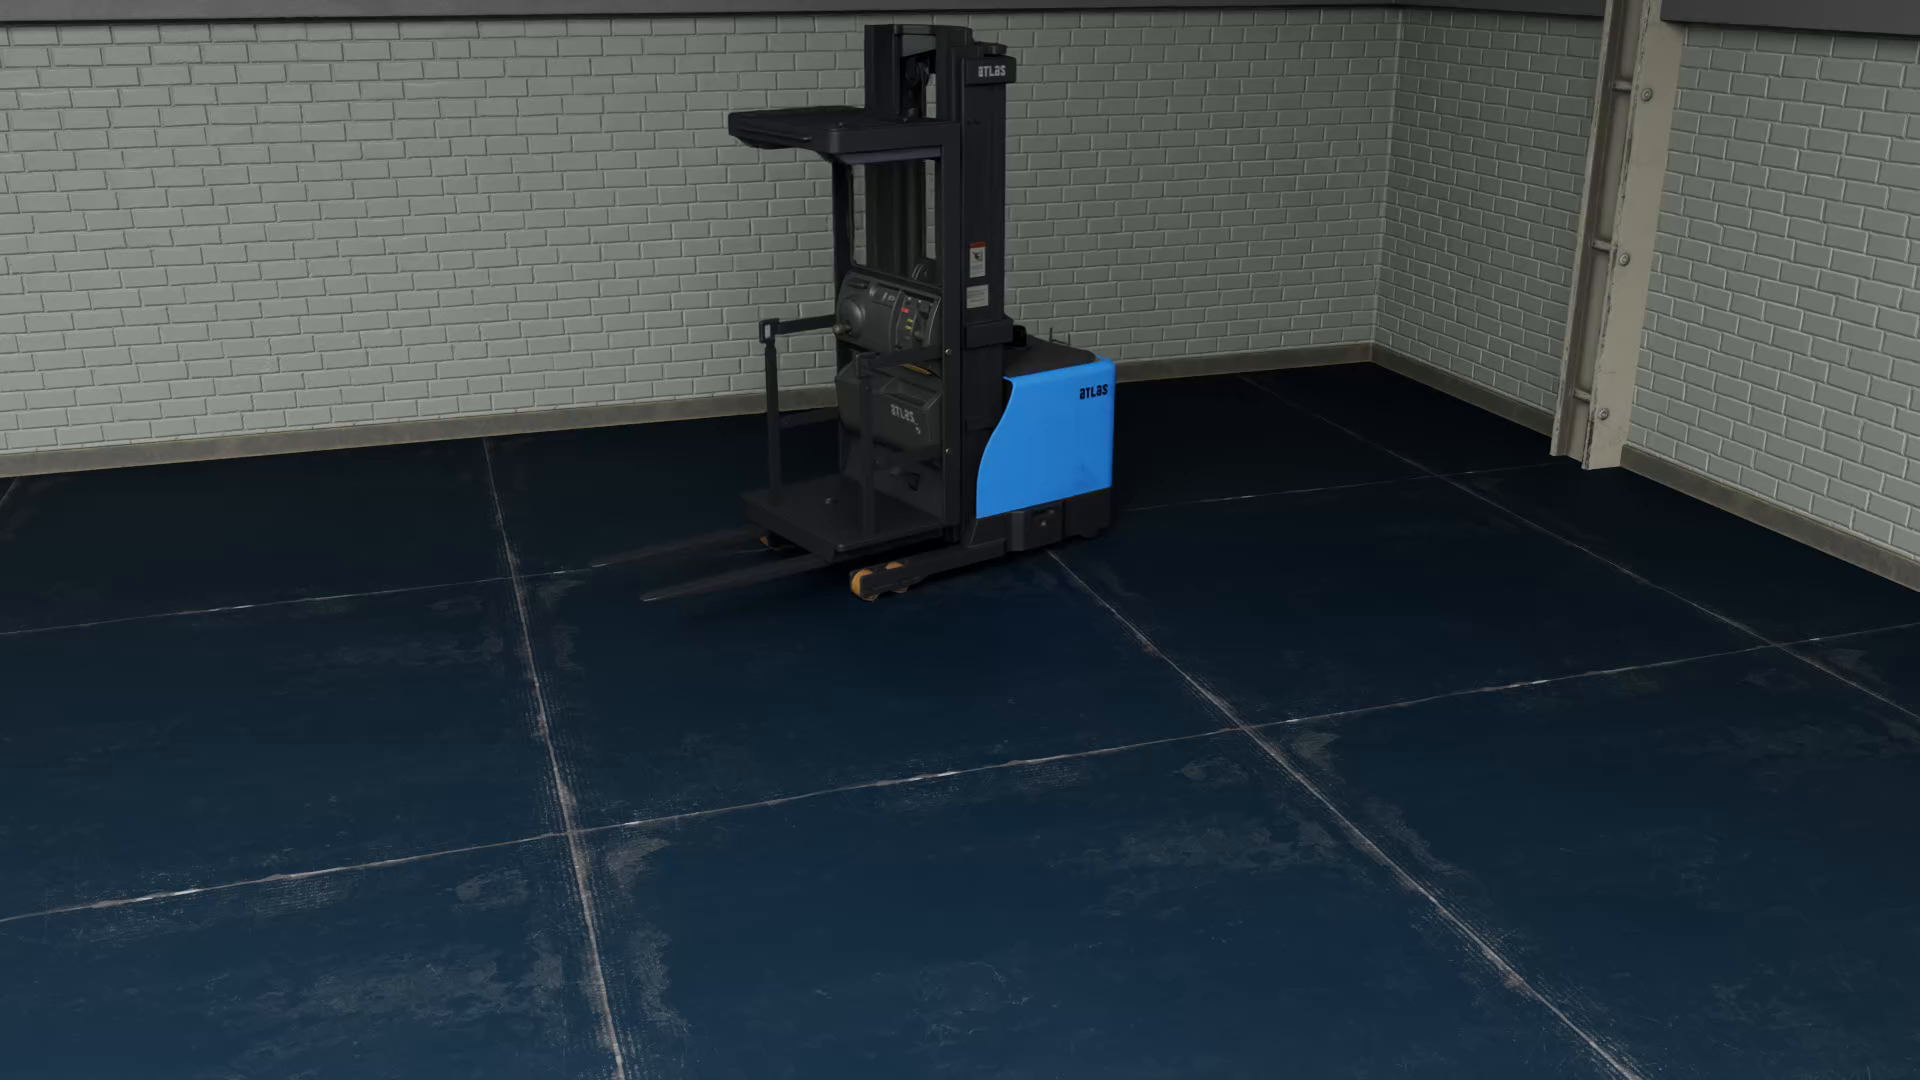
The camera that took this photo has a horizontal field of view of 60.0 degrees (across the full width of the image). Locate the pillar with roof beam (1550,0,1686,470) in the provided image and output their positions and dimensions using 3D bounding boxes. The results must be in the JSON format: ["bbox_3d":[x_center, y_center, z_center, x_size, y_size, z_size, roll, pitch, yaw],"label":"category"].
[{"bbox_3d":[0.227,-4.332,8.664,9.100,9.000,0.400,-6,21,-17],"label":"pillar with roof beam"}]

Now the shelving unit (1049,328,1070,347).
[{"bbox_3d":[0.531,-0.804,10.601,0.252,1.050,0.215,-14,24,-33],"label":"shelving unit"}]

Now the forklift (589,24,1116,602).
[{"bbox_3d":[-0.567,-1.254,9.071,3.031,2.935,1.130,-14,24,-34],"label":"forklift"}]

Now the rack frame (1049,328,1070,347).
[{"bbox_3d":[0.631,-0.828,10.668,0.008,1.050,0.200,-14,24,-33],"label":"rack frame"}]
